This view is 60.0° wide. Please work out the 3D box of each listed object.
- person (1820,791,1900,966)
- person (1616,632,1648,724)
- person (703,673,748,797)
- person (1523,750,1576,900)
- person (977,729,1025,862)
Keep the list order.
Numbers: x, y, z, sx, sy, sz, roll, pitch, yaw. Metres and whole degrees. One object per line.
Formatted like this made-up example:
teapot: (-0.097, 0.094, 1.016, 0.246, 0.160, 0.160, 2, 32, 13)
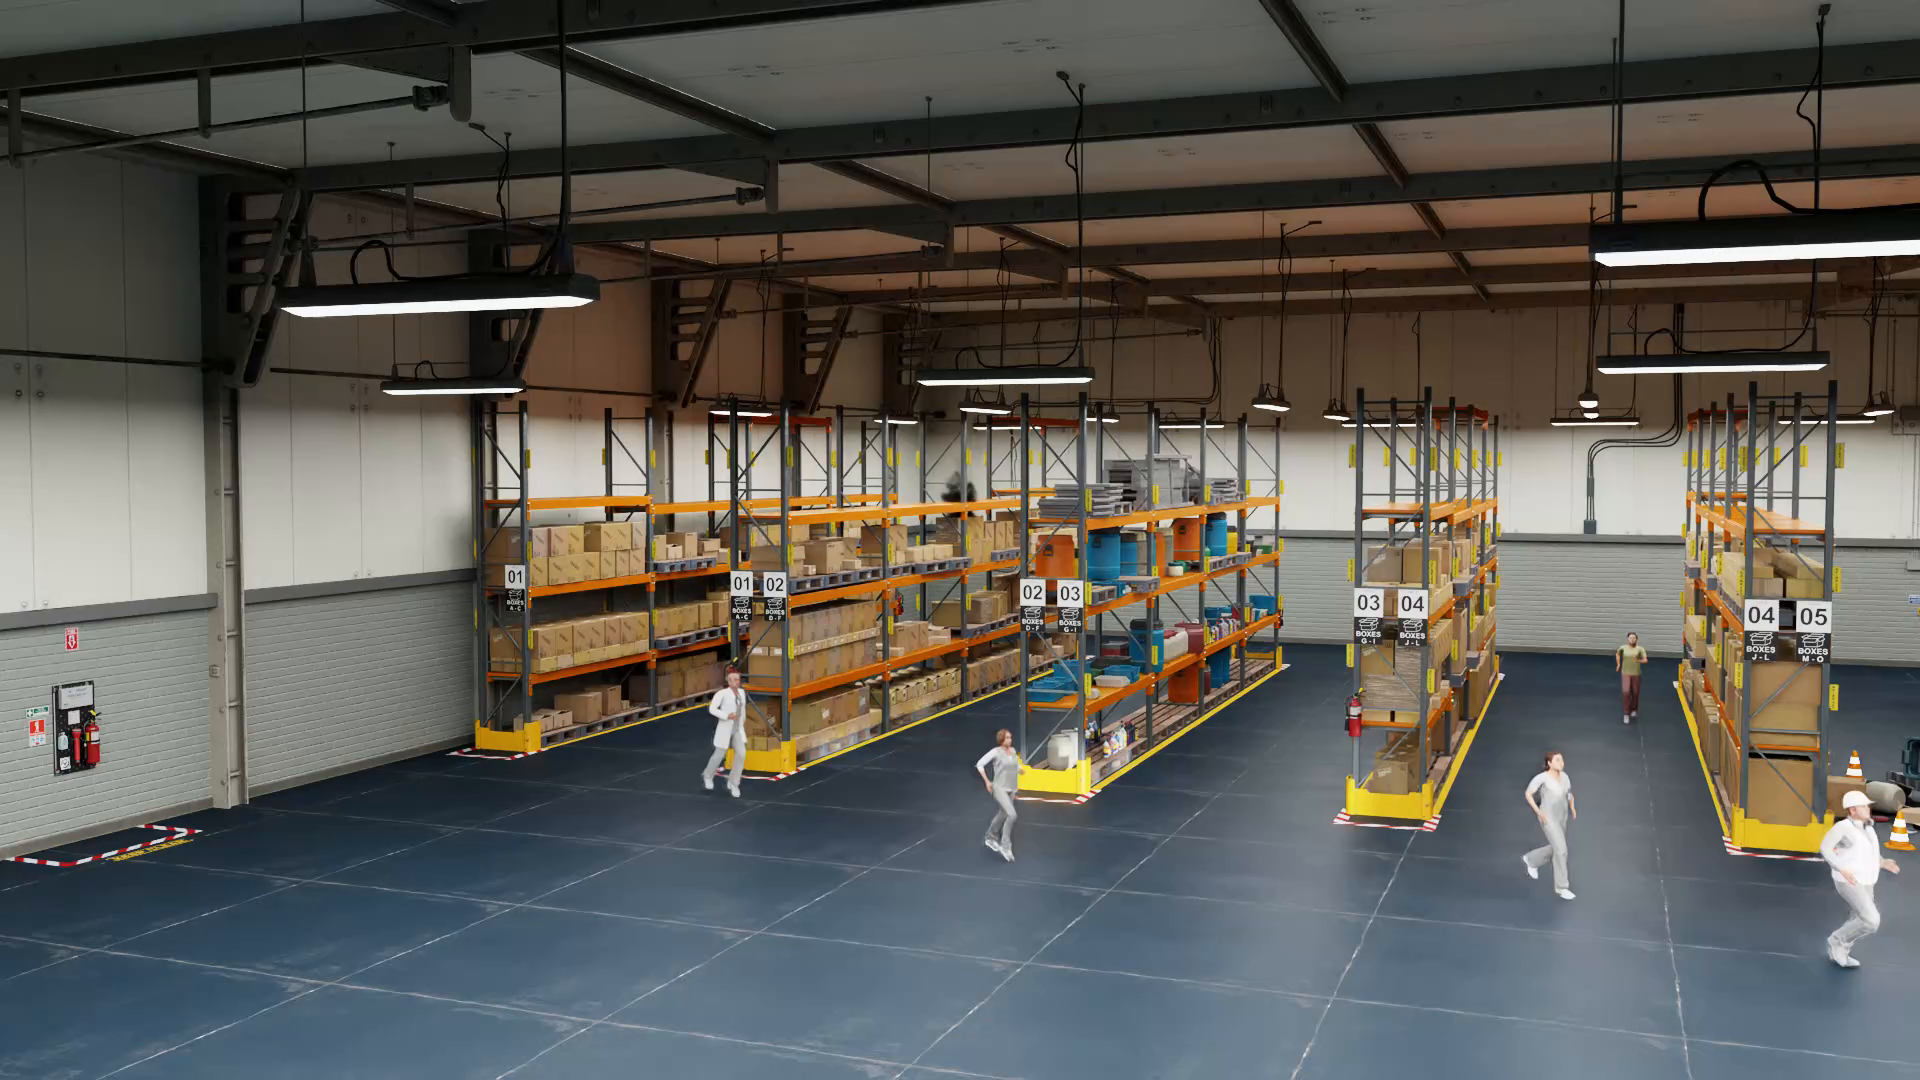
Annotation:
person: (8.810, 3.330, 16.272, 0.635, 1.729, 0.615, -2, 3, -34)
person: (12.830, 2.604, 31.769, 0.560, 1.701, 0.875, 1, 3, 21)
person: (-3.462, 2.897, 25.001, 0.741, 1.809, 0.905, -2, 4, -40)
person: (6.821, 3.246, 19.251, 0.579, 1.667, 0.850, -1, 3, -26)
person: (0.545, 3.185, 20.853, 0.711, 1.644, 0.504, 3, 4, 42)
